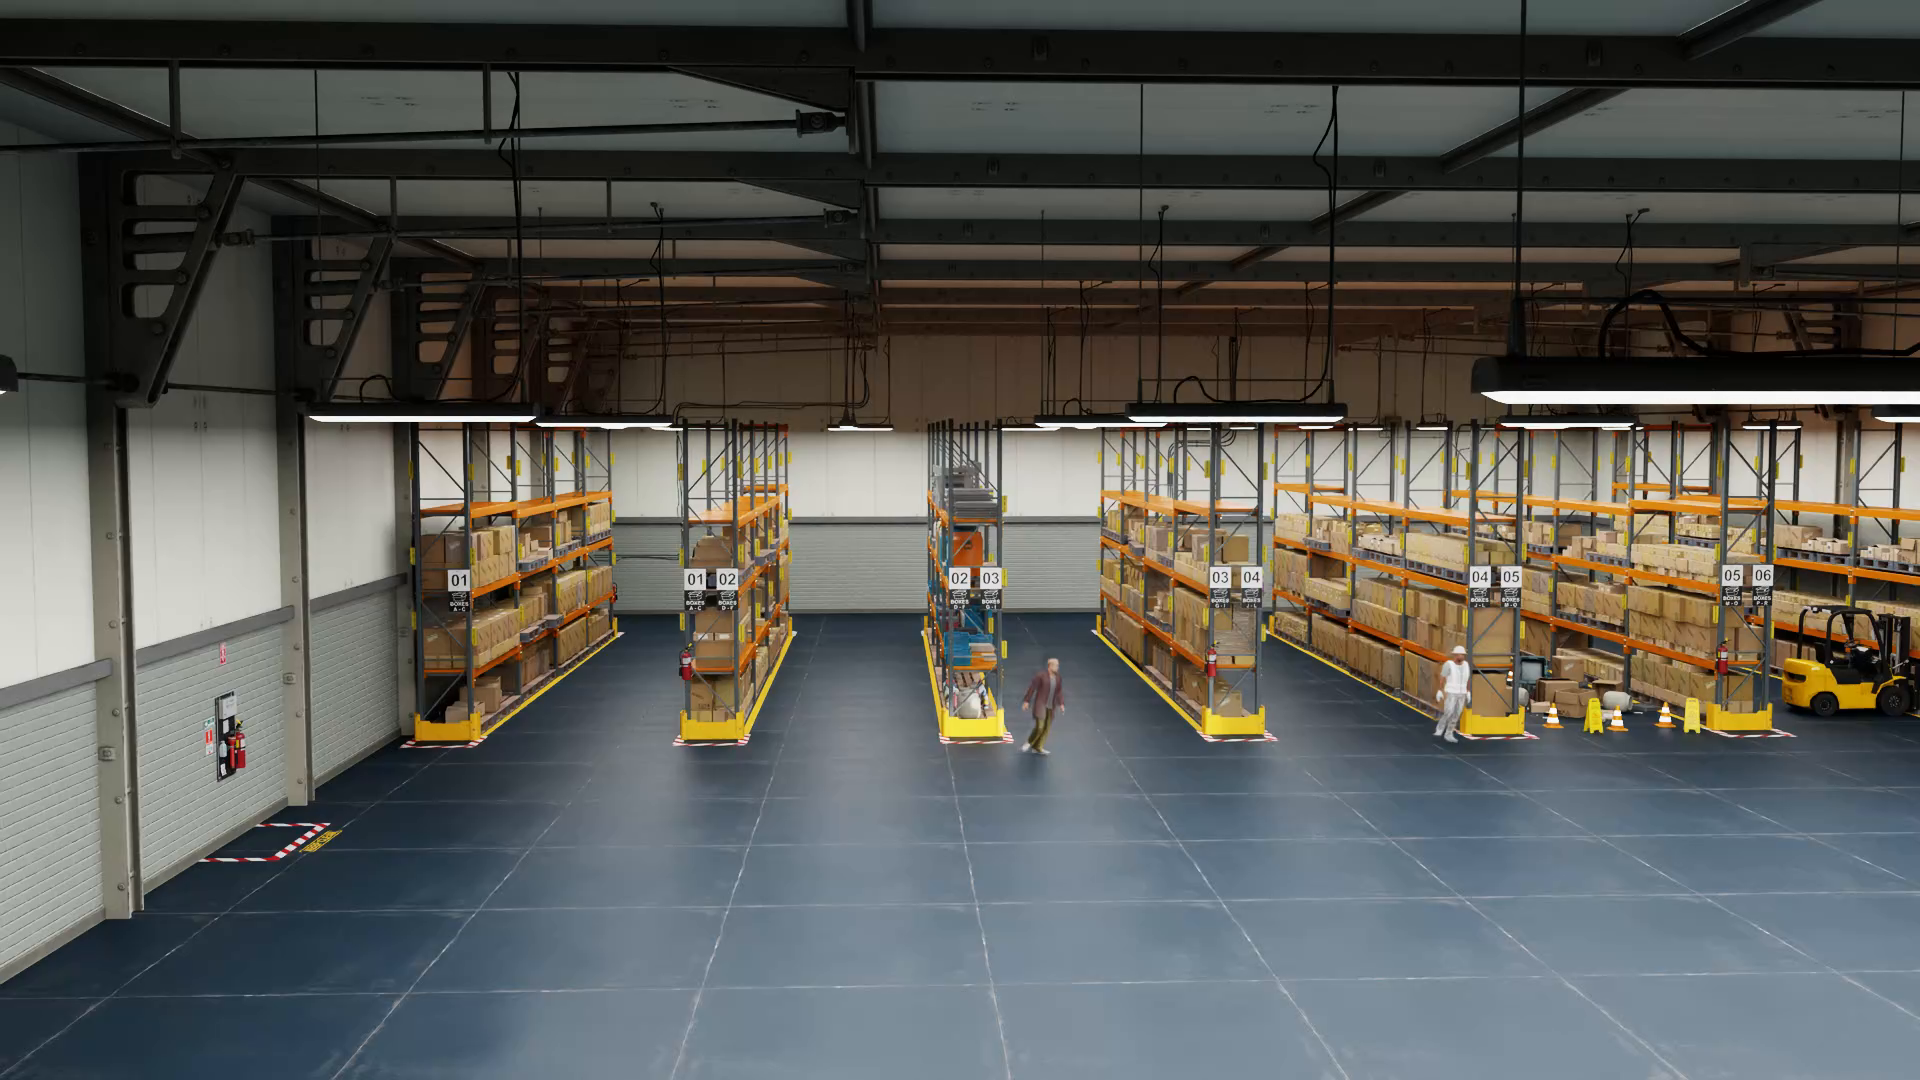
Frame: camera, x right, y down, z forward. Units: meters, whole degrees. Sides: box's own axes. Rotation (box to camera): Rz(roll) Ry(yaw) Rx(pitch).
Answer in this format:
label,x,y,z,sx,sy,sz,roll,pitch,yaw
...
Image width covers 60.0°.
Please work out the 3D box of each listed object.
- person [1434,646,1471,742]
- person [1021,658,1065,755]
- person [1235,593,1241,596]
label,x,y,z,sx,sy,sz,roll,pitch,yaw
person,9.159,2.861,30.922,0.661,1.803,0.475,-2,4,-23
person,1.476,2.958,29.625,0.742,1.742,0.558,-3,4,-34
person,7.950,1.852,47.968,0.698,1.590,0.726,-4,5,-45
